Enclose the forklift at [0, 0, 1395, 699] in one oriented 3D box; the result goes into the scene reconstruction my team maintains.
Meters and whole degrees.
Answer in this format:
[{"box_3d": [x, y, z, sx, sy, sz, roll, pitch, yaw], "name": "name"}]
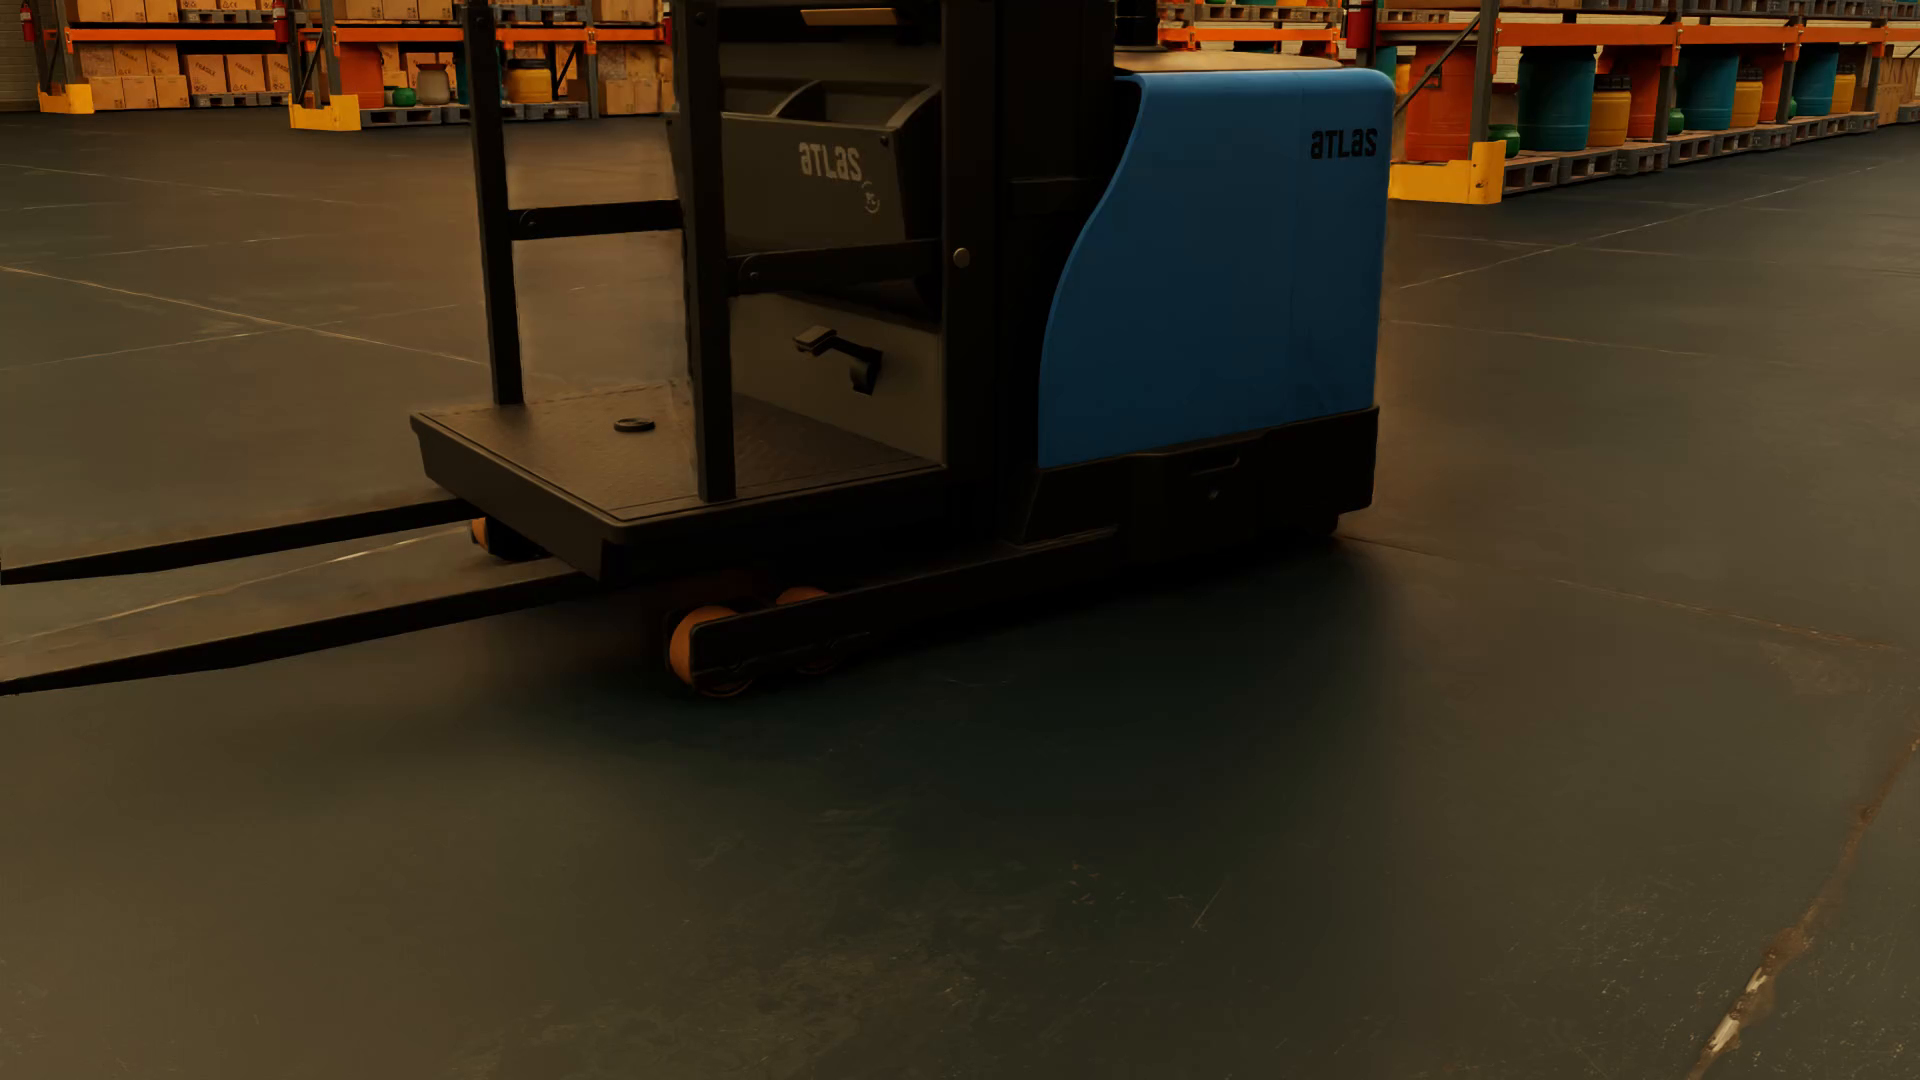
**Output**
[{"box_3d": [-0.502, -1.290, 3.147, 3.031, 2.935, 1.130, -12, 21, -34], "name": "forklift"}]
